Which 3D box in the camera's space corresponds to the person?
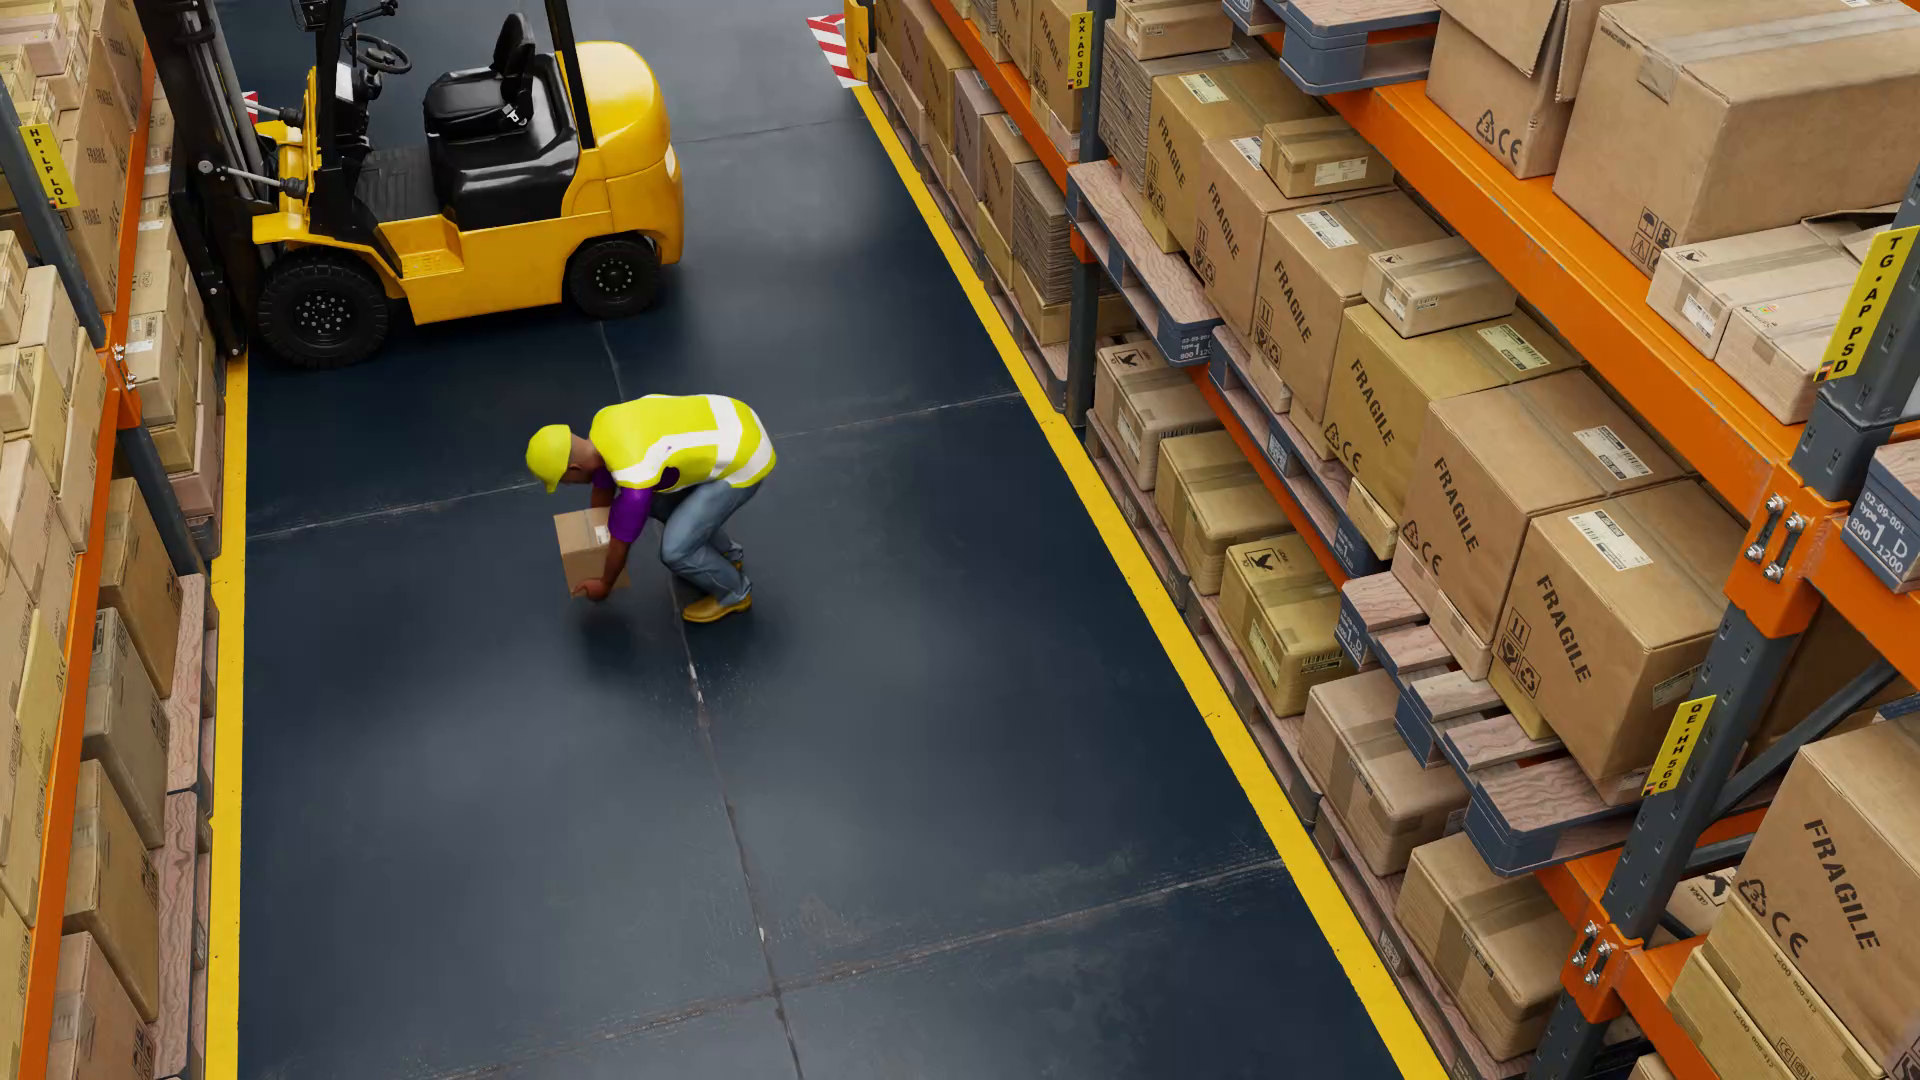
[{"bbox_3d":[-1.226,-0.125,6.823,0.966,1.042,0.517,-14,44,-15],"label":"person"}]
